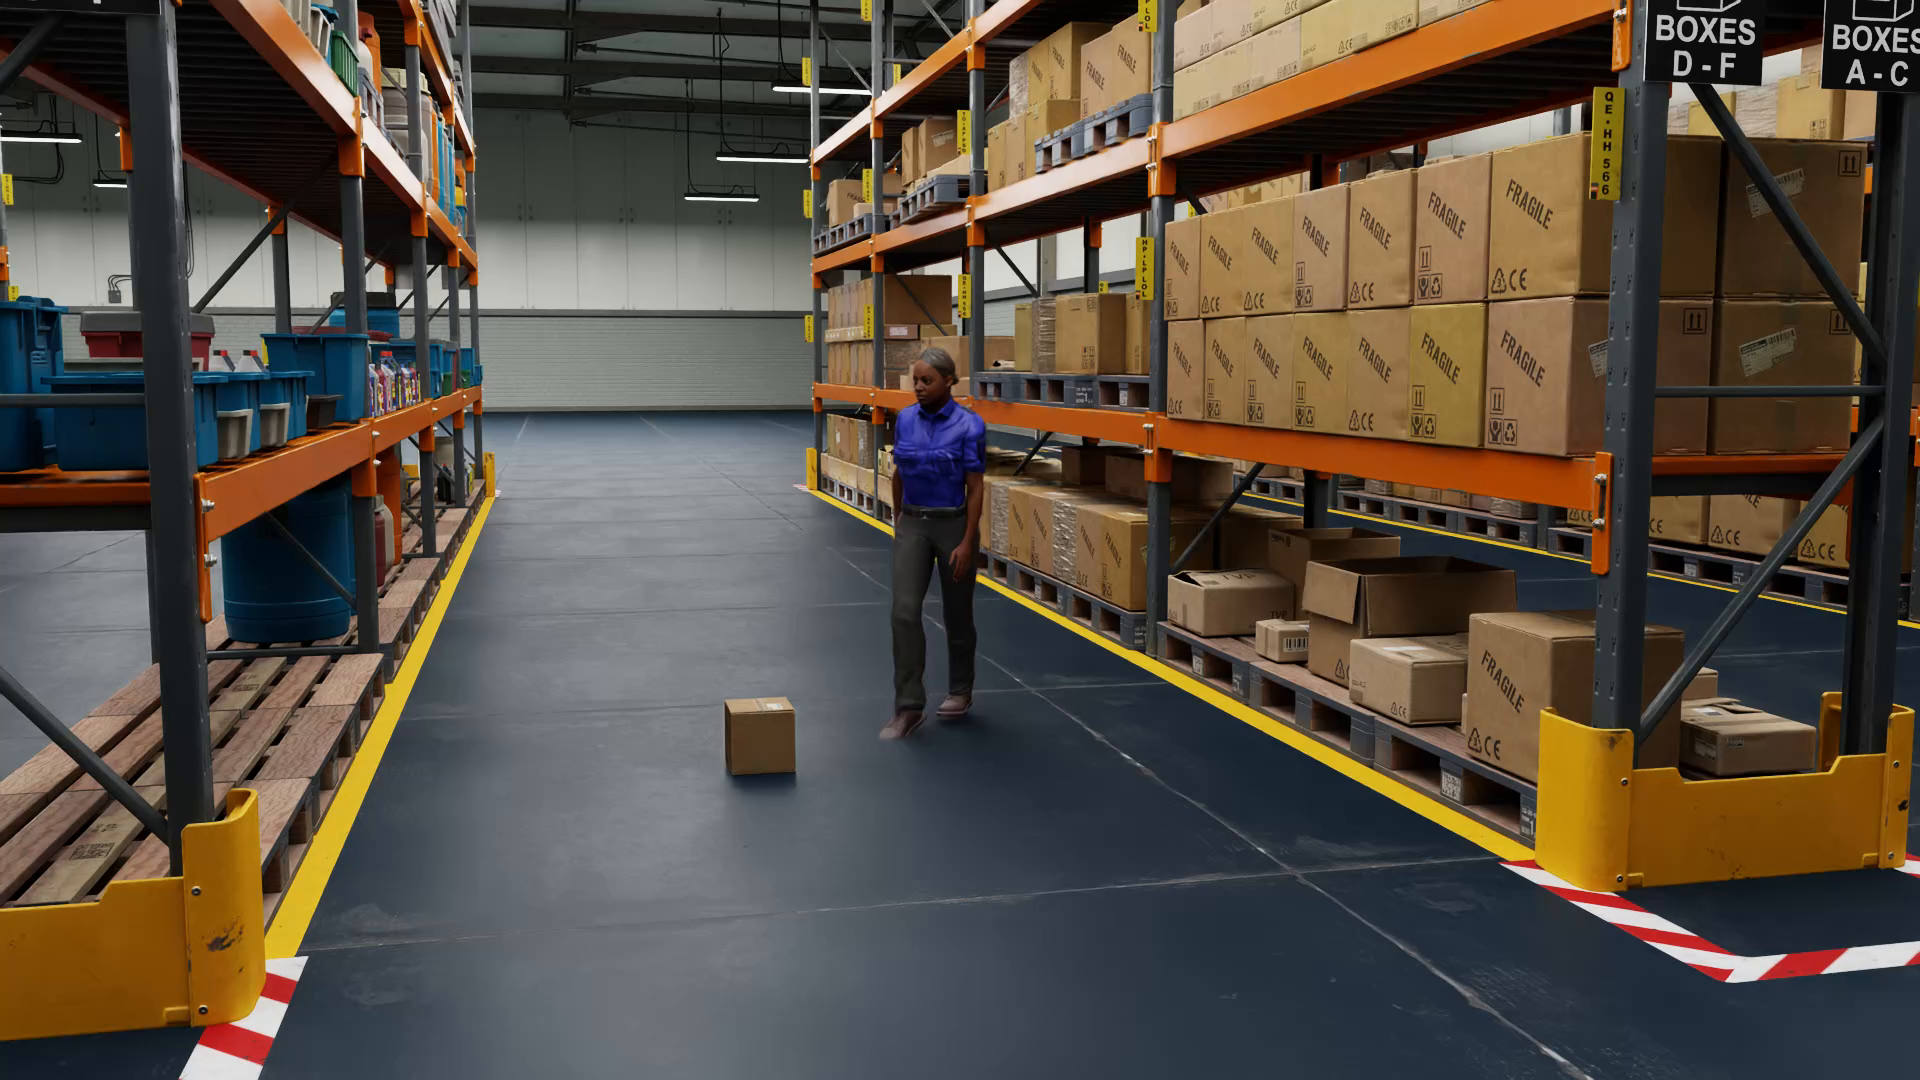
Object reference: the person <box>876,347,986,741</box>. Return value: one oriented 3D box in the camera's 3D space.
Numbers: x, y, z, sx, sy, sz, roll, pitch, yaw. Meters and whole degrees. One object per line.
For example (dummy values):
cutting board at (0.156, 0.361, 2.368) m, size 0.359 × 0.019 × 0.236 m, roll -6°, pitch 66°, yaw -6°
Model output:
person at (-0.098, 0.020, 7.209) m, size 0.454 × 1.703 × 0.653 m, roll 2°, pitch 6°, yaw 14°
